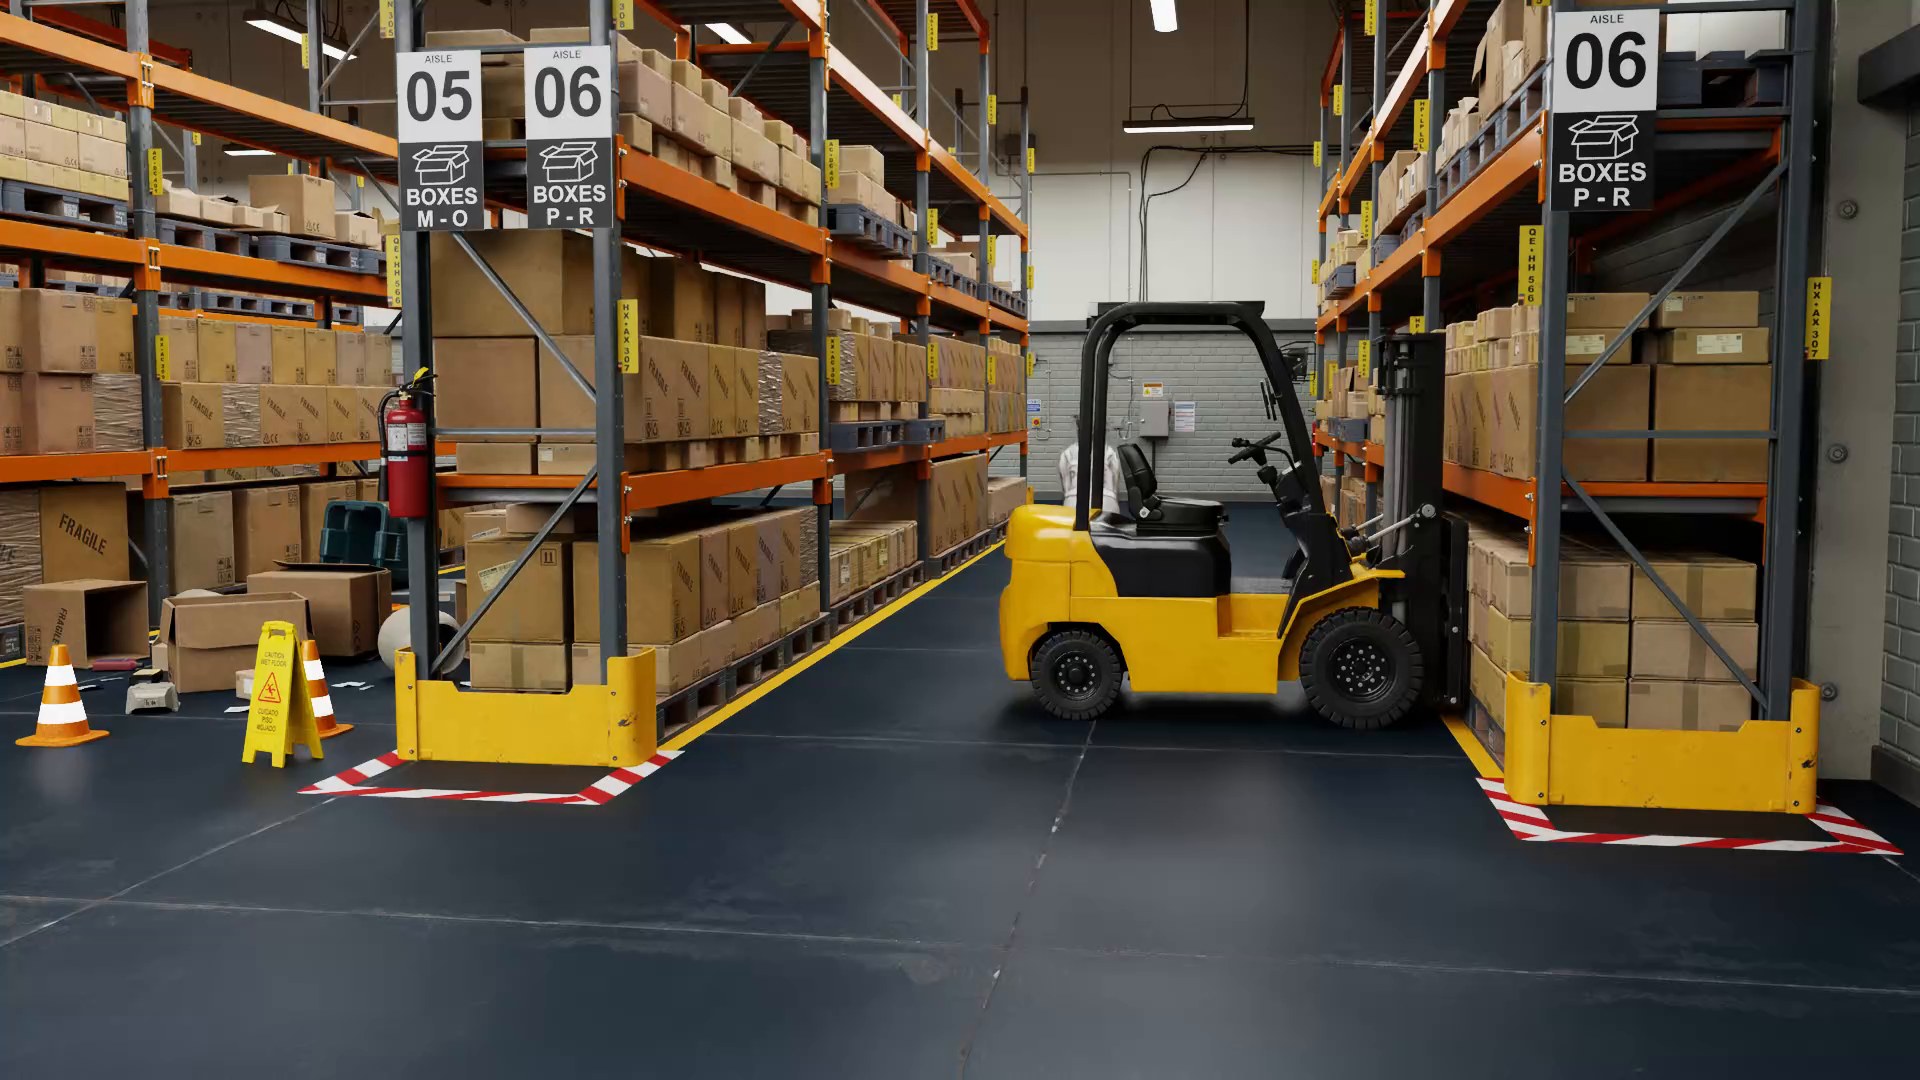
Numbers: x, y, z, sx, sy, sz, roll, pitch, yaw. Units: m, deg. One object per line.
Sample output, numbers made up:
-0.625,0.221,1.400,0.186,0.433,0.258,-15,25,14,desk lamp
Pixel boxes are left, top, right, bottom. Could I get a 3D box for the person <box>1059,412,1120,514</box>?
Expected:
0.867,-0.061,11.150,0.412,1.595,0.575,1,5,8,person
